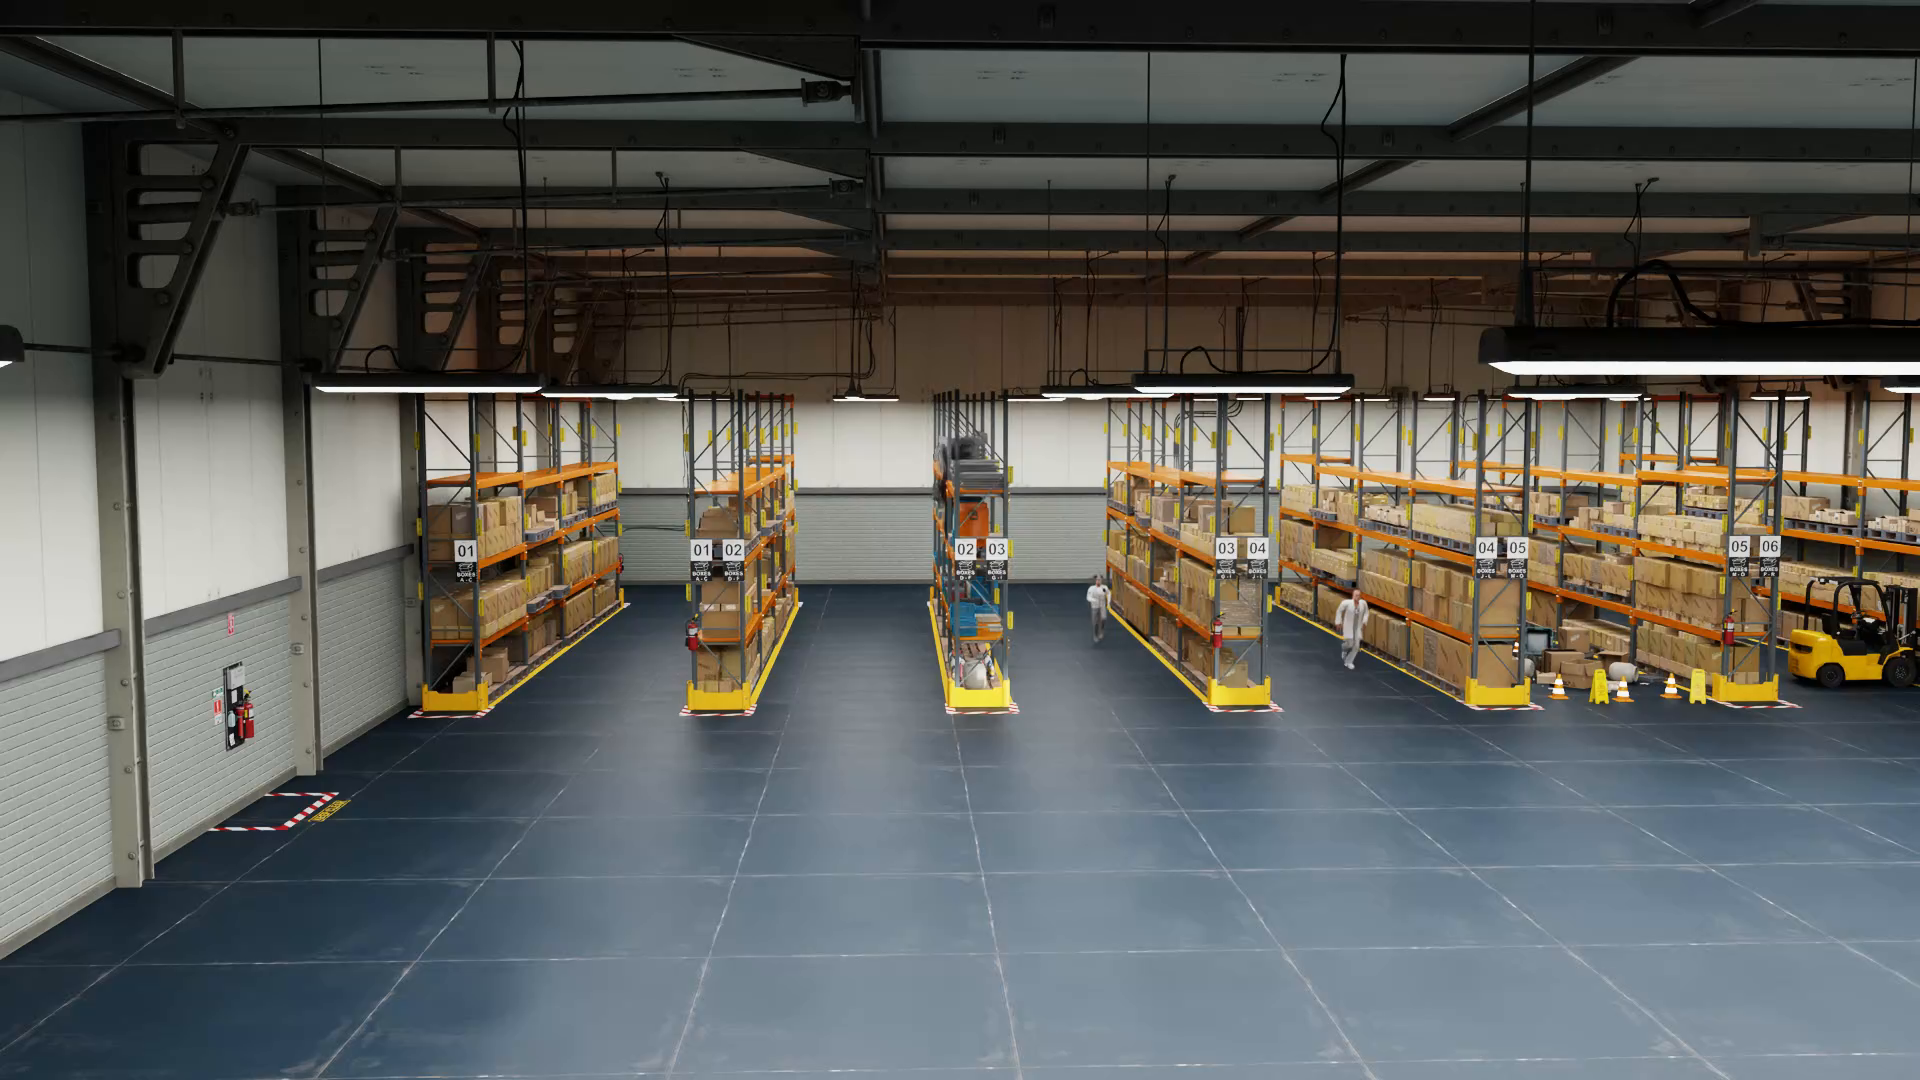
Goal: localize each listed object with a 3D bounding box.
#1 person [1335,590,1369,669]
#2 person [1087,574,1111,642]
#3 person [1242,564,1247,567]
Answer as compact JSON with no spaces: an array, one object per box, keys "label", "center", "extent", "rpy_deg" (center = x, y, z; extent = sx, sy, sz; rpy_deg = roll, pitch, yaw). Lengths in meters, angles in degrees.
[{"label":"person","center":[8.533,1.922,36.215],"extent":[0.696,1.712,0.717],"rpy_deg":[-1,5,-15]},{"label":"person","center":[3.302,1.623,39.509],"extent":[0.584,1.653,0.813],"rpy_deg":[0,5,2]},{"label":"person","center":[7.731,1.184,45.813],"extent":[0.686,1.602,1.056],"rpy_deg":[1,5,7]}]
